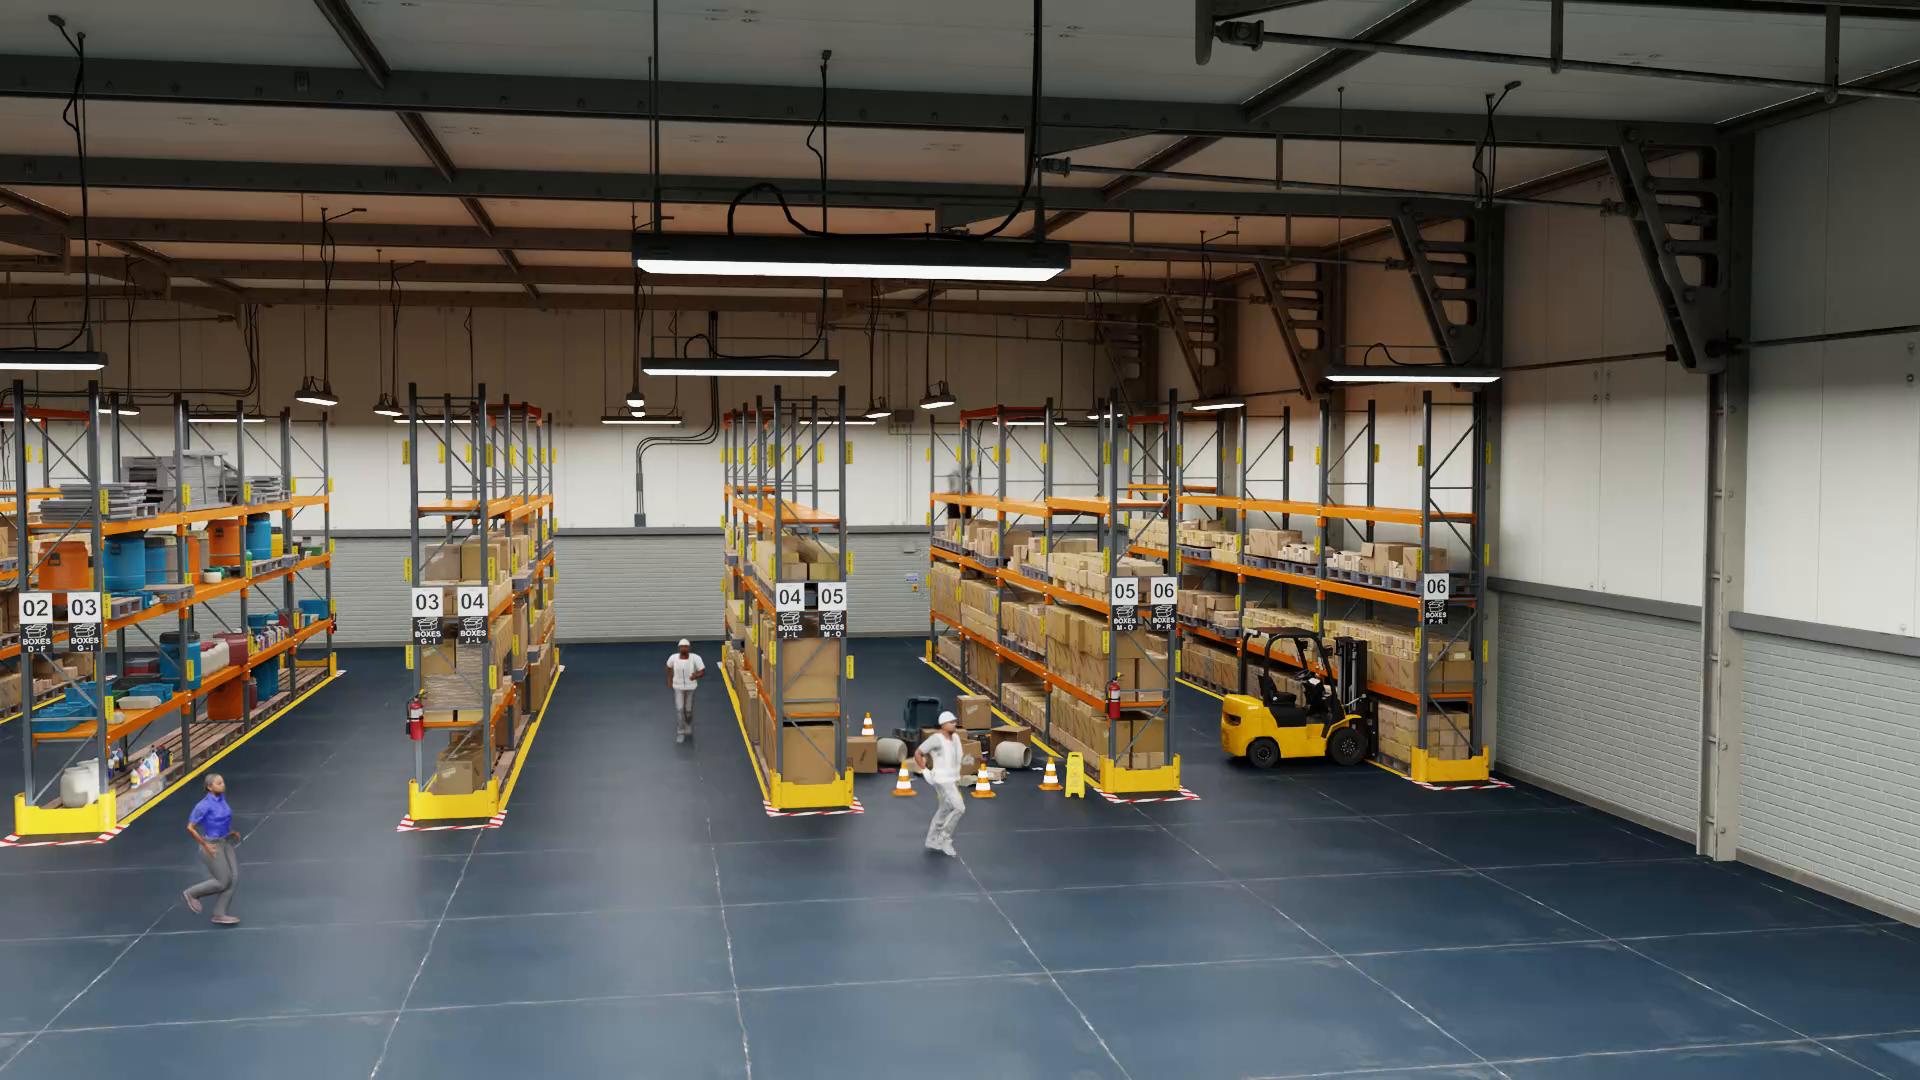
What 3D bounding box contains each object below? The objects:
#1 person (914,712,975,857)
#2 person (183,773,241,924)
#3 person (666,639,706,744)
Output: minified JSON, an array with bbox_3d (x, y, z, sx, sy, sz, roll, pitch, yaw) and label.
[{"bbox_3d":[-0.141,3.053,20.870,0.688,1.798,0.668,1,3,27],"label":"person"},{"bbox_3d":[-7.985,3.295,17.779,0.575,1.608,0.591,0,3,5],"label":"person"},{"bbox_3d":[-4.833,2.626,29.316,0.691,1.789,0.895,0,3,-9],"label":"person"}]
